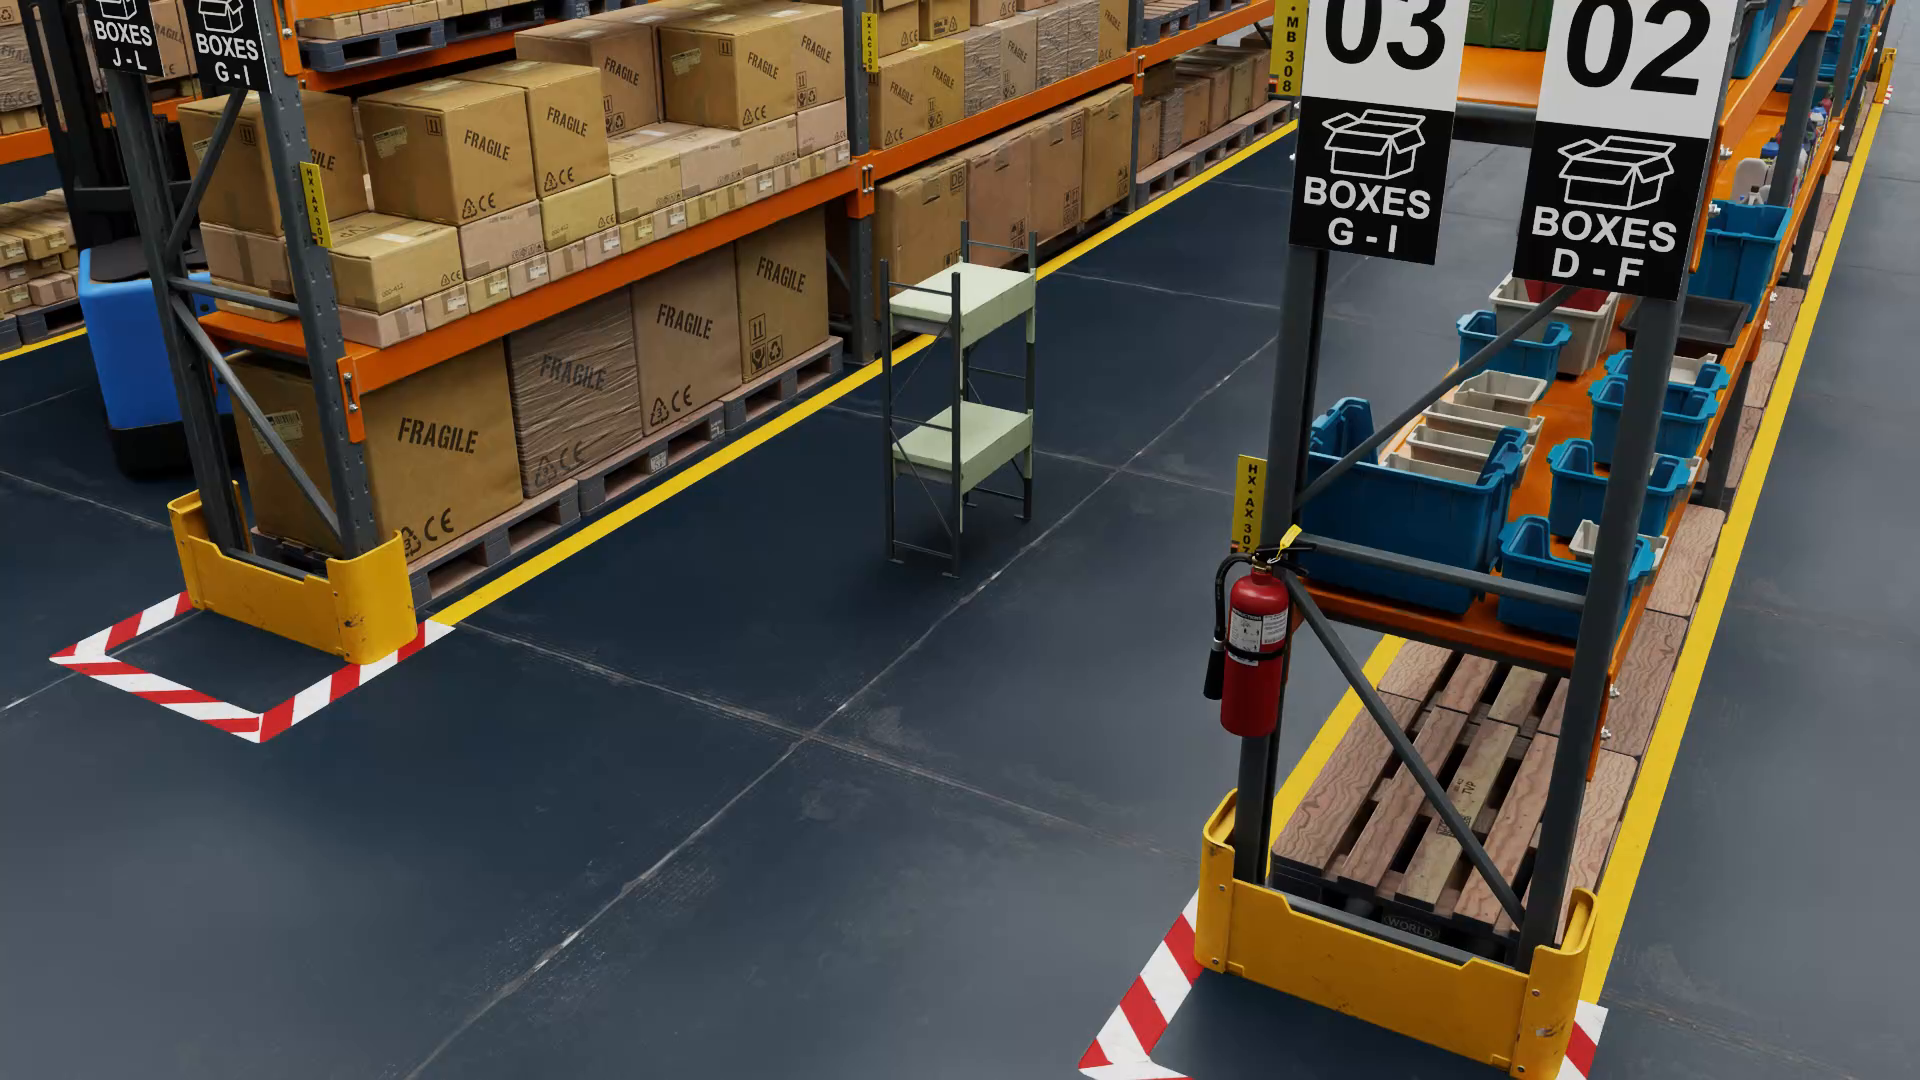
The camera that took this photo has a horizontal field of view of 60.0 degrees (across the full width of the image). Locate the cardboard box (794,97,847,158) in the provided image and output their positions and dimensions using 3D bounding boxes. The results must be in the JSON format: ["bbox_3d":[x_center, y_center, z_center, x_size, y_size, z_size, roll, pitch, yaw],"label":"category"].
[{"bbox_3d":[-0.990,-2.390,9.509,0.500,0.250,0.500,14,30,25],"label":"cardboard box"}]

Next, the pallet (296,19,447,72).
[{"bbox_3d":[-4.767,-3.866,12.836,1.003,0.211,1.213,14,30,26],"label":"pallet"}]

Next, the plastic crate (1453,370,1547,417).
[{"bbox_3d":[1.987,-0.514,6.154,0.298,0.136,0.250,14,30,26],"label":"plastic crate"}]

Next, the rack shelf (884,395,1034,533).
[{"bbox_3d":[0.003,-0.382,8.065,0.431,0.370,0.720,14,30,26],"label":"rack shelf"}]

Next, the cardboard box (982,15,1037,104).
[{"bbox_3d":[0.185,-3.317,11.413,0.500,0.500,0.500,15,30,27],"label":"cardboard box"}]

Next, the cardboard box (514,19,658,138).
[{"bbox_3d":[-1.961,-2.431,8.753,0.500,0.500,0.500,13,29,25],"label":"cardboard box"}]

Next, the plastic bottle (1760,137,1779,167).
[{"bbox_3d":[4.491,-2.100,9.239,0.097,0.271,0.097,0,27,0],"label":"plastic bottle"}]

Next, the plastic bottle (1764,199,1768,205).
[{"bbox_3d":[4.017,-1.594,8.227,0.097,0.271,0.097,0,27,0],"label":"plastic bottle"}]

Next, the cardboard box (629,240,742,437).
[{"bbox_3d":[-1.839,-1.201,9.204,0.875,0.875,0.875,14,30,26],"label":"cardboard box"}]

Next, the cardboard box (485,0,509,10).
[{"bbox_3d":[-3.911,-4.421,13.542,0.380,0.149,0.250,13,29,24],"label":"cardboard box"}]

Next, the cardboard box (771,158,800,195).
[{"bbox_3d":[-1.119,-2.050,9.276,0.380,0.149,0.250,14,30,25],"label":"cardboard box"}]

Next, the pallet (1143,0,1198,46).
[{"bbox_3d":[1.224,-4.328,13.760,1.213,0.211,1.003,14,30,26],"label":"pallet"}]

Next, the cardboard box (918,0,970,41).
[{"bbox_3d":[-0.347,-3.563,10.785,0.797,0.503,0.637,15,30,27],"label":"cardboard box"}]

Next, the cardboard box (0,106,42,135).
[{"bbox_3d":[-6.070,-2.688,10.549,0.380,0.149,0.250,15,30,28],"label":"cardboard box"}]

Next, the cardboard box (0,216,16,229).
[{"bbox_3d":[-6.515,-2.064,11.074,0.380,0.149,0.250,13,29,24],"label":"cardboard box"}]

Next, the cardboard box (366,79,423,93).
[{"bbox_3d":[-4.417,-3.529,13.434,0.500,0.250,0.500,15,30,27],"label":"cardboard box"}]

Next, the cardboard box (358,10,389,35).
[{"bbox_3d":[-4.544,-3.923,12.547,0.380,0.149,0.250,15,30,27],"label":"cardboard box"}]

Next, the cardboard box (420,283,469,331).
[{"bbox_3d":[-2.382,-1.049,7.275,0.380,0.149,0.250,14,30,25],"label":"cardboard box"}]

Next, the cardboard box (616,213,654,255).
[{"bbox_3d":[-1.752,-1.548,8.273,0.380,0.149,0.250,13,30,25],"label":"cardboard box"}]

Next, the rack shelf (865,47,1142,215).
[{"bbox_3d":[-0.018,-3.012,11.719,1.077,0.370,4.000,14,30,26],"label":"rack shelf"}]

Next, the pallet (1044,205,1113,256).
[{"bbox_3d":[0.513,-2.575,13.159,1.003,0.211,1.213,14,30,26],"label":"pallet"}]

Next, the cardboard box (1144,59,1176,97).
[{"bbox_3d":[1.522,-4.004,14.361,0.500,0.250,0.500,18,32,32],"label":"cardboard box"}]

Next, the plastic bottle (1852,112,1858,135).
[{"bbox_3d":[8.005,-3.817,14.991,0.144,0.351,0.185,15,30,27],"label":"plastic bottle"}]

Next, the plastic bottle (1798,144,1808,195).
[{"bbox_3d":[4.569,-2.031,9.100,0.097,0.271,0.097,0,27,0],"label":"plastic bottle"}]

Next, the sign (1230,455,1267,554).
[{"bbox_3d":[0.856,-0.092,4.901,0.100,0.325,0.005,14,30,26],"label":"sign"}]

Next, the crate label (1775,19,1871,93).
[{"bbox_3d":[6.003,-3.366,11.583,0.502,0.435,0.616,14,30,26],"label":"crate label"}]

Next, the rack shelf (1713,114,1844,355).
[{"bbox_3d":[4.295,-1.921,9.541,1.077,0.370,4.000,14,30,26],"label":"rack shelf"}]

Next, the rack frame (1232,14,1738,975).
[{"bbox_3d":[1.343,0.095,4.708,1.000,3.000,0.127,14,30,26],"label":"rack frame"}]

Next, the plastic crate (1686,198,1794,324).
[{"bbox_3d":[3.378,-1.226,7.299,0.392,0.384,0.575,14,30,26],"label":"plastic crate"}]

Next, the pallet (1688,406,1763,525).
[{"bbox_3d":[3.727,-0.508,9.029,1.003,0.211,1.213,14,30,26],"label":"pallet"}]

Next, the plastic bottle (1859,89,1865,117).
[{"bbox_3d":[8.476,-4.160,15.761,0.152,0.276,0.135,13,30,25],"label":"plastic bottle"}]

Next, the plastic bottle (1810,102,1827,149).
[{"bbox_3d":[5.169,-2.506,10.050,0.097,0.271,0.097,0,27,0],"label":"plastic bottle"}]

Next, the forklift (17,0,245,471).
[{"bbox_3d":[-4.603,-2.309,9.588,1.130,2.935,3.031,-12,29,-22],"label":"forklift"}]

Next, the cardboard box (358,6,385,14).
[{"bbox_3d":[-4.550,-4.048,12.465,0.380,0.149,0.250,14,30,25],"label":"cardboard box"}]

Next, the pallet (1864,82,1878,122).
[{"bbox_3d":[8.813,-4.538,17.079,1.003,0.211,1.213,14,30,26],"label":"pallet"}]

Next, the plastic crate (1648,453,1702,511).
[{"bbox_3d":[2.315,-0.208,5.543,0.250,0.136,0.298,14,30,26],"label":"plastic crate"}]

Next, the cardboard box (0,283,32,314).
[{"bbox_3d":[-6.264,-1.588,10.786,0.380,0.149,0.250,14,30,26],"label":"cardboard box"}]

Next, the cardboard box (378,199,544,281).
[{"bbox_3d":[-2.248,-1.393,7.517,0.500,0.250,0.500,14,30,25],"label":"cardboard box"}]

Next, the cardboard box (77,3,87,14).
[{"bbox_3d":[-5.780,-3.669,10.667,0.500,0.500,0.500,15,30,27],"label":"cardboard box"}]

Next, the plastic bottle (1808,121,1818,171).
[{"bbox_3d":[4.889,-2.273,9.570,0.061,0.283,0.133,14,30,26],"label":"plastic bottle"}]

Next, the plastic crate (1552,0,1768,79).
[{"bbox_3d":[1.775,-1.276,4.243,0.497,0.269,0.590,14,30,26],"label":"plastic crate"}]

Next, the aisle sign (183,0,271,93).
[{"bbox_3d":[-2.743,-2.064,6.117,0.394,0.787,0.004,14,30,26],"label":"aisle sign"}]

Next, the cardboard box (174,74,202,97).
[{"bbox_3d":[-5.422,-3.195,11.563,0.380,0.149,0.250,15,30,28],"label":"cardboard box"}]

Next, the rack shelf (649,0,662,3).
[{"bbox_3d":[-2.318,-5.702,17.094,1.077,0.370,4.000,14,30,26],"label":"rack shelf"}]

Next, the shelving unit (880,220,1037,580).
[{"bbox_3d":[0.003,-0.673,7.919,0.431,1.500,0.755,14,30,26],"label":"shelving unit"}]

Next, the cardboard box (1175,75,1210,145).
[{"bbox_3d":[1.813,-3.899,14.989,0.700,0.500,0.500,17,31,30],"label":"cardboard box"}]

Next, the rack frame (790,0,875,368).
[{"bbox_3d":[-1.001,-2.554,10.001,1.000,3.000,0.127,14,30,26],"label":"rack frame"}]

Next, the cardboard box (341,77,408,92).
[{"bbox_3d":[-4.859,-3.634,13.645,0.500,0.250,0.500,16,31,28],"label":"cardboard box"}]

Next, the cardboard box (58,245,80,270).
[{"bbox_3d":[-6.022,-1.948,11.174,0.380,0.149,0.250,16,31,28],"label":"cardboard box"}]

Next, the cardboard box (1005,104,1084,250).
[{"bbox_3d":[0.163,-2.741,12.278,1.225,0.875,0.875,14,30,26],"label":"cardboard box"}]

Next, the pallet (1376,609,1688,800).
[{"bbox_3d":[2.384,0.556,6.904,1.003,0.211,1.213,14,30,26],"label":"pallet"}]

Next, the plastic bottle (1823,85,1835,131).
[{"bbox_3d":[5.451,-2.719,10.460,0.061,0.283,0.133,14,30,26],"label":"plastic bottle"}]

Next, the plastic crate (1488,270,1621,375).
[{"bbox_3d":[2.399,-0.883,6.728,0.437,0.282,0.530,14,30,26],"label":"plastic crate"}]

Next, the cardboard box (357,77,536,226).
[{"bbox_3d":[-2.252,-1.719,7.331,0.500,0.500,0.500,13,30,25],"label":"cardboard box"}]
